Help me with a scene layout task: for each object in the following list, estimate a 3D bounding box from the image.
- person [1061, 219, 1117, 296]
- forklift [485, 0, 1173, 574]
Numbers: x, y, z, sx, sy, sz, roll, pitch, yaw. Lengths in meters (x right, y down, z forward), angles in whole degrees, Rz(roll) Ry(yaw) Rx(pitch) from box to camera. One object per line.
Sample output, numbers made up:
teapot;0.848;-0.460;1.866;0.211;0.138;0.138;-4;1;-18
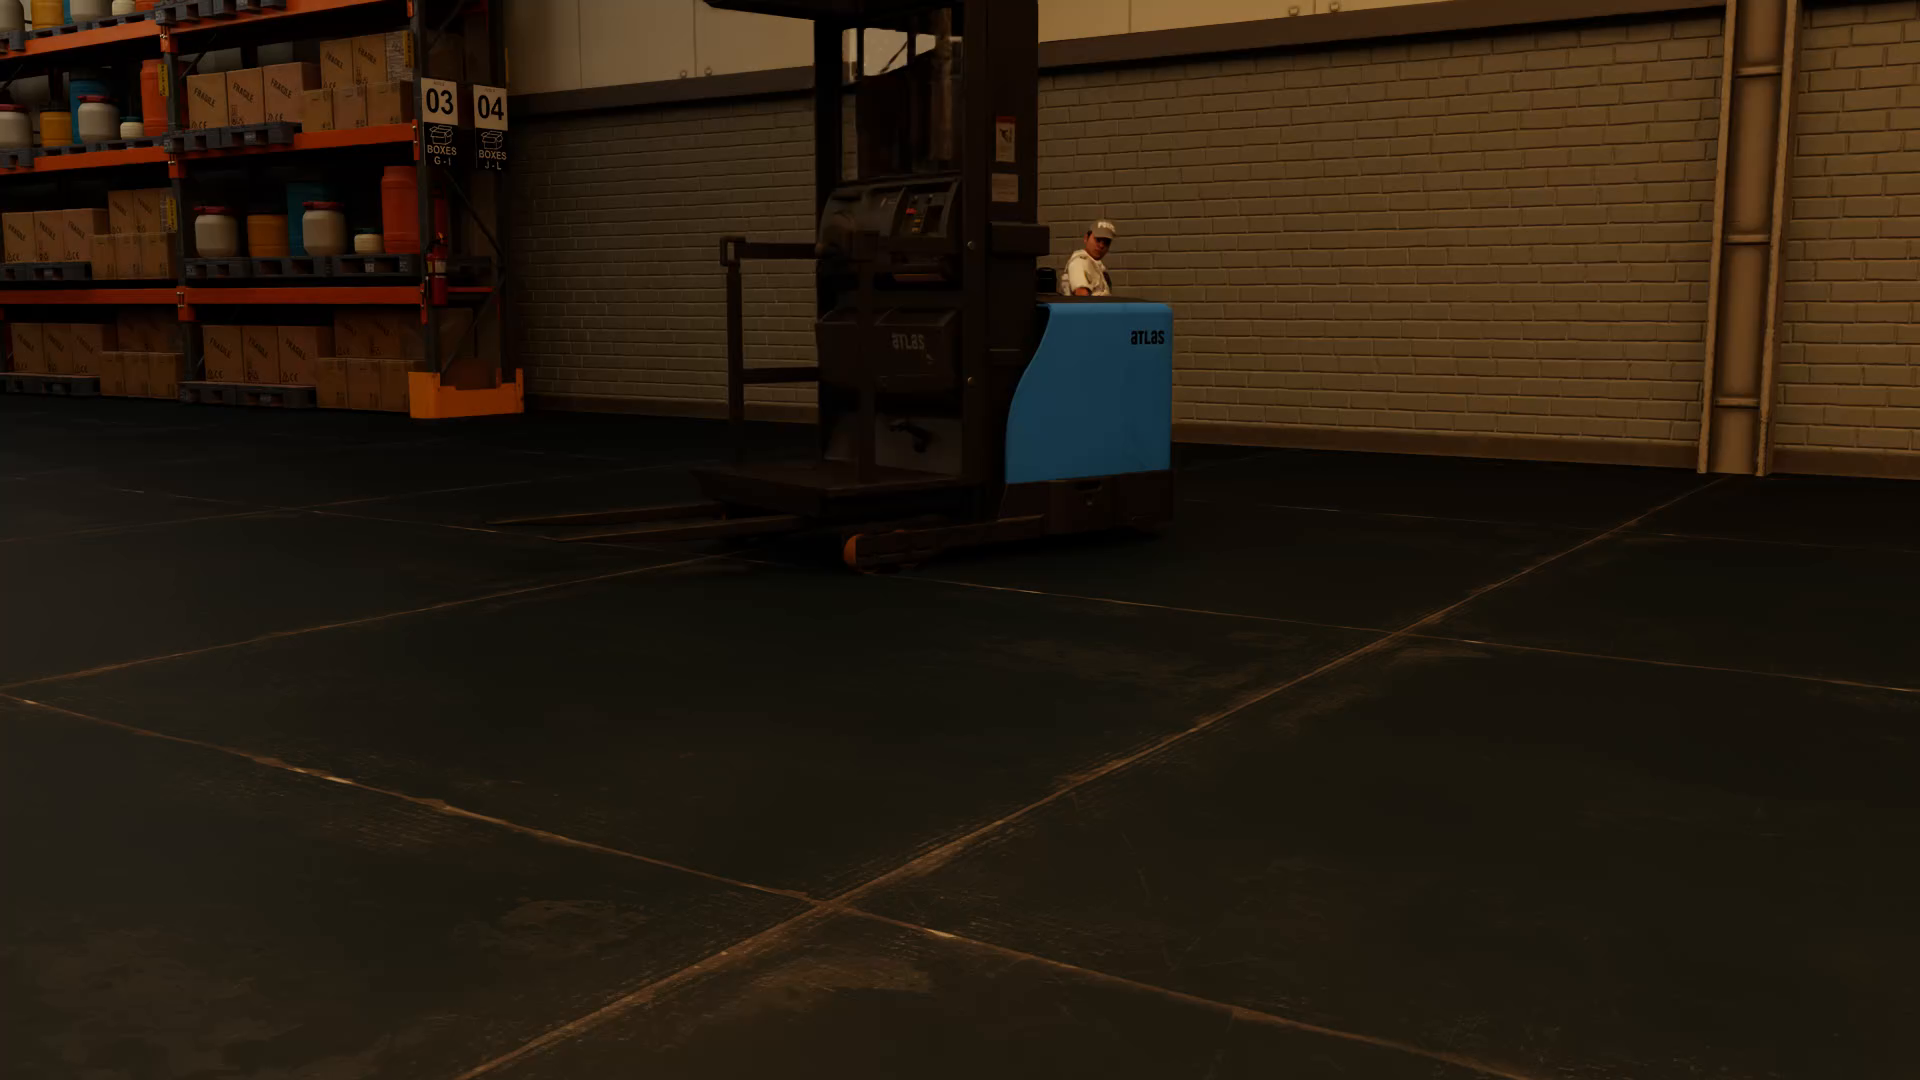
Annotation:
person;0.846;-1.190;10.430;0.597;1.619;0.720;0;8;-2
forklift;-0.475;-1.397;7.017;3.031;2.935;1.130;-6;10;-38
